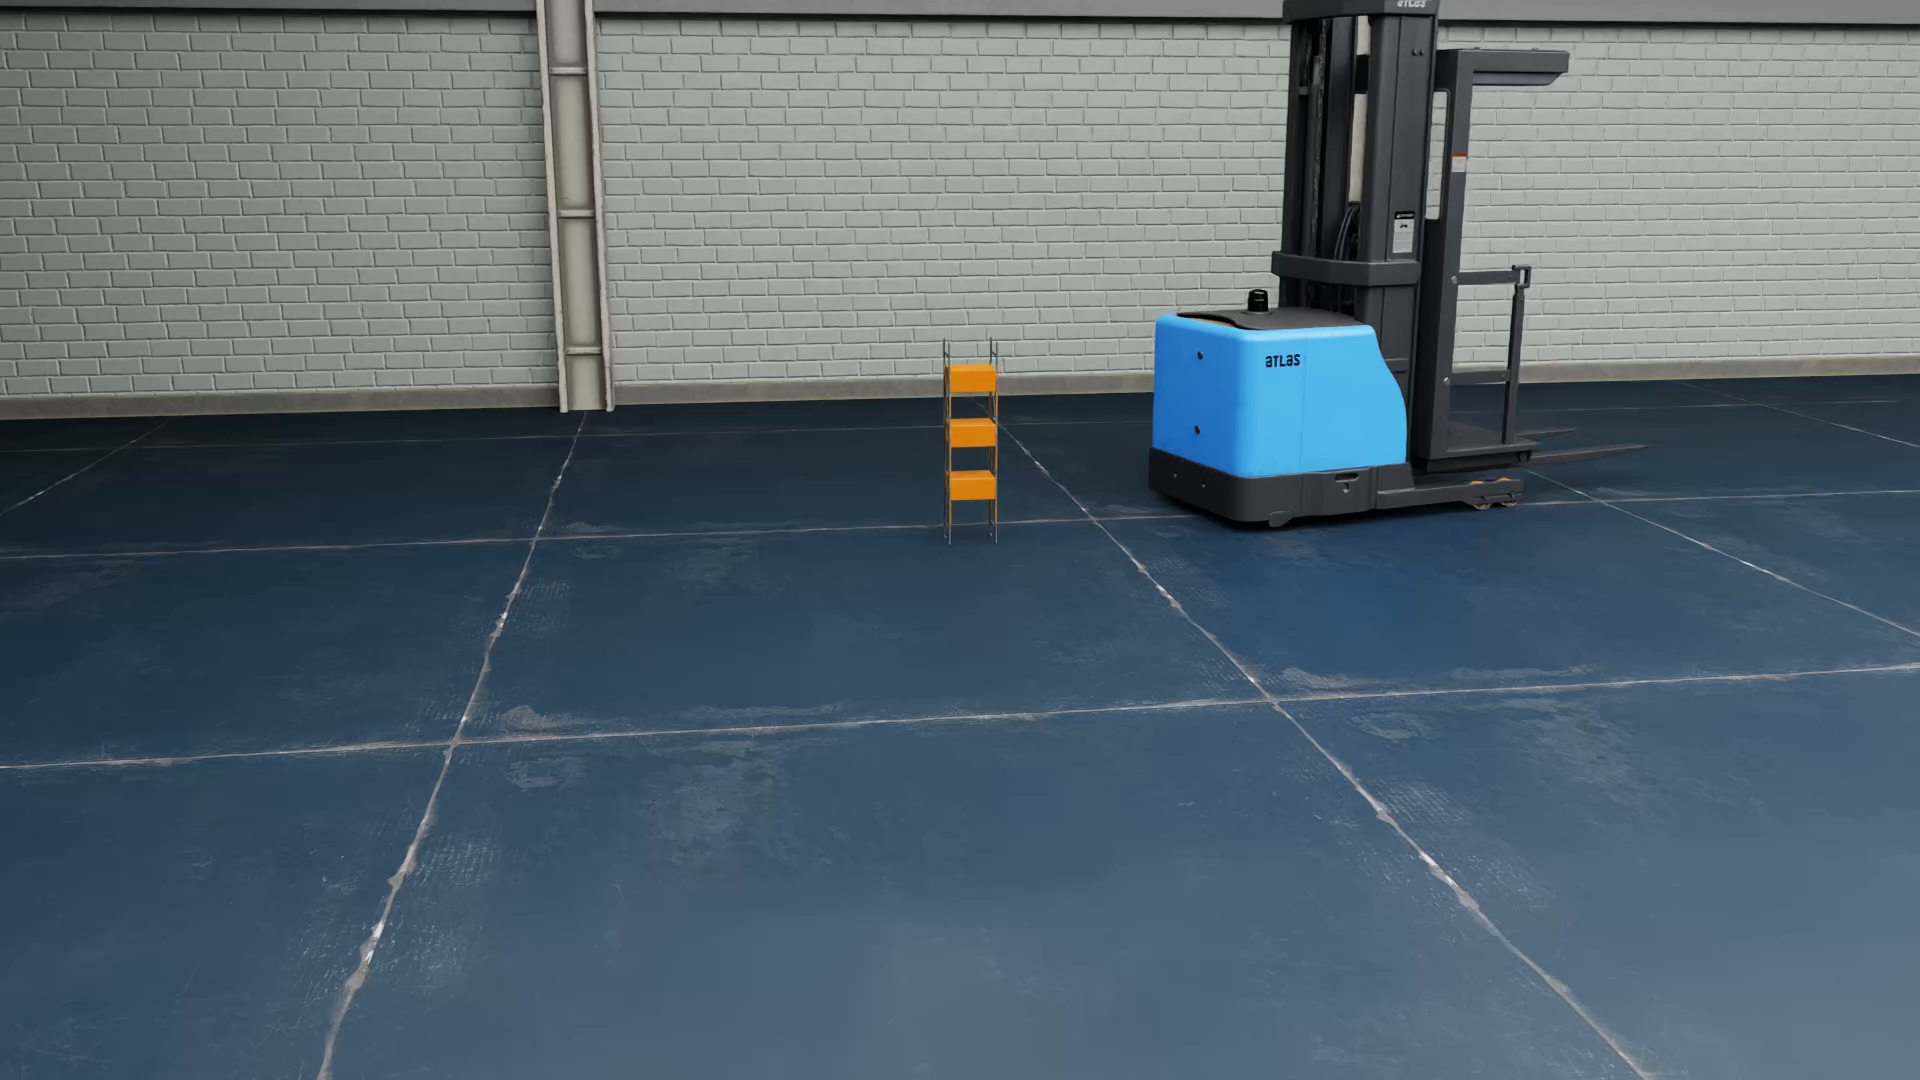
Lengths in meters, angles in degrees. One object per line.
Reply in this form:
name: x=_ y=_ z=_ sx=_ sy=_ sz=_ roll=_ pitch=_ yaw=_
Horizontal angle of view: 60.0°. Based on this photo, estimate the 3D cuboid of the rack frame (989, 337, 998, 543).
rack frame: x=0.174 y=-0.516 z=8.619 sx=0.008 sy=1.050 sz=0.200 roll=-2 pitch=14 yaw=-8

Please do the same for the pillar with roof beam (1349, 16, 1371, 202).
pillar with roof beam: x=3.721 y=-4.557 z=8.394 sx=0.400 sy=9.000 sz=9.100 roll=-2 pitch=14 yaw=-8

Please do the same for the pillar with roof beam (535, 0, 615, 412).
pillar with roof beam: x=-2.212 y=-4.340 z=7.527 sx=0.400 sy=9.000 sz=9.100 roll=-2 pitch=14 yaw=-8

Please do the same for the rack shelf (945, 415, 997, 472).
rack shelf: x=0.053 y=-0.501 z=8.604 sx=0.240 sy=0.259 sz=0.215 roll=-2 pitch=14 yaw=-8

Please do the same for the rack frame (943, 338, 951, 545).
rack frame: x=-0.068 y=-0.507 z=8.584 sx=0.008 sy=1.050 sz=0.200 roll=-2 pitch=14 yaw=-8

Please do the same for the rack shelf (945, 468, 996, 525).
rack shelf: x=0.053 y=-0.231 z=8.672 sx=0.240 sy=0.259 sz=0.215 roll=-2 pitch=14 yaw=-8

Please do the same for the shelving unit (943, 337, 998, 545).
shelving unit: x=0.053 y=-0.511 z=8.602 sx=0.252 sy=1.050 sz=0.215 roll=-2 pitch=14 yaw=-8

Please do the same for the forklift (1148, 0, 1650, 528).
forklift: x=2.658 y=-1.702 z=9.483 sx=3.031 sy=2.935 sz=1.130 roll=-6 pitch=15 yaw=-23

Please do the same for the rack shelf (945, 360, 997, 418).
rack shelf: x=0.053 y=-0.776 z=8.535 sx=0.240 sy=0.259 sz=0.215 roll=-2 pitch=14 yaw=-8
